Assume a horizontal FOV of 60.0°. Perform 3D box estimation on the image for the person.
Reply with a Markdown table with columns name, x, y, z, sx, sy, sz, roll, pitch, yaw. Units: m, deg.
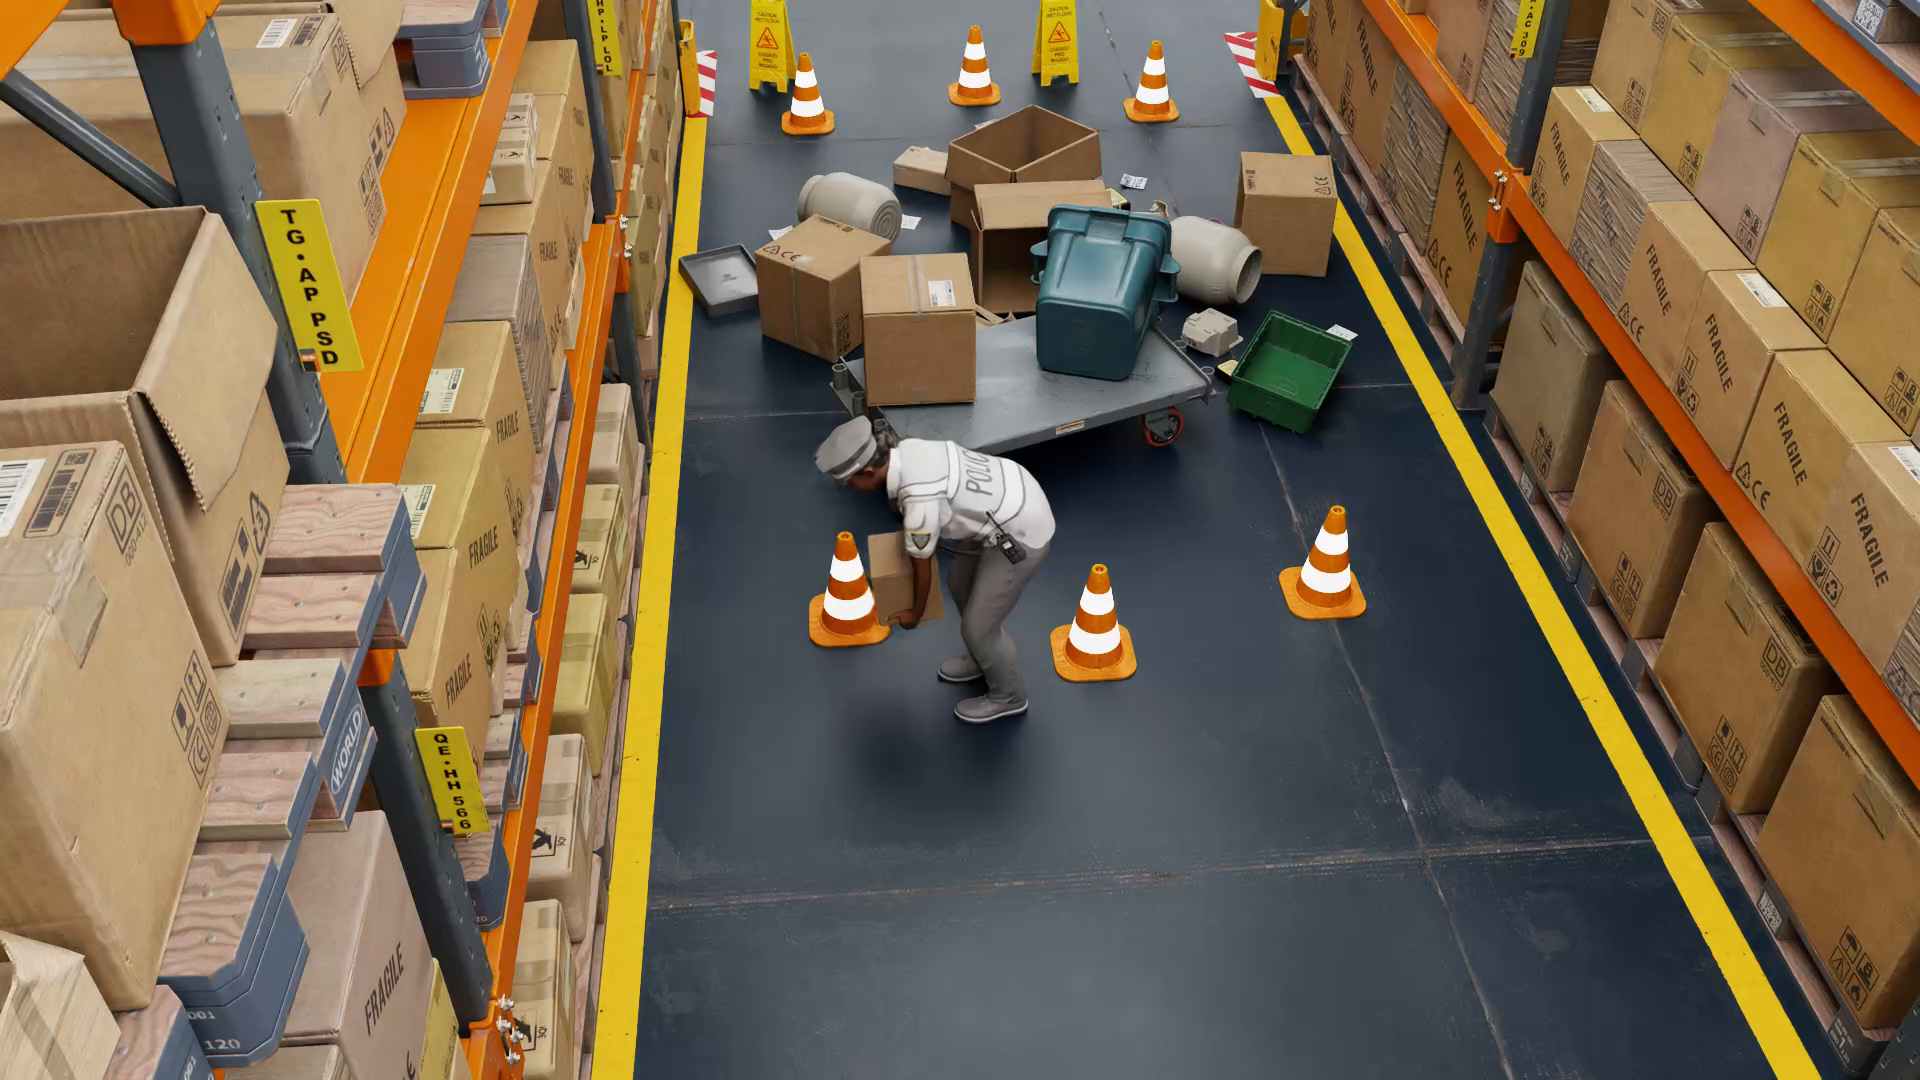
| name | x | y | z | sx | sy | sz | roll | pitch | yaw |
| --- | --- | --- | --- | --- | --- | --- | --- | --- | --- |
| person | -0.086 | 0.105 | 6.280 | 0.873 | 1.350 | 0.411 | -4 | 40 | -5 |
